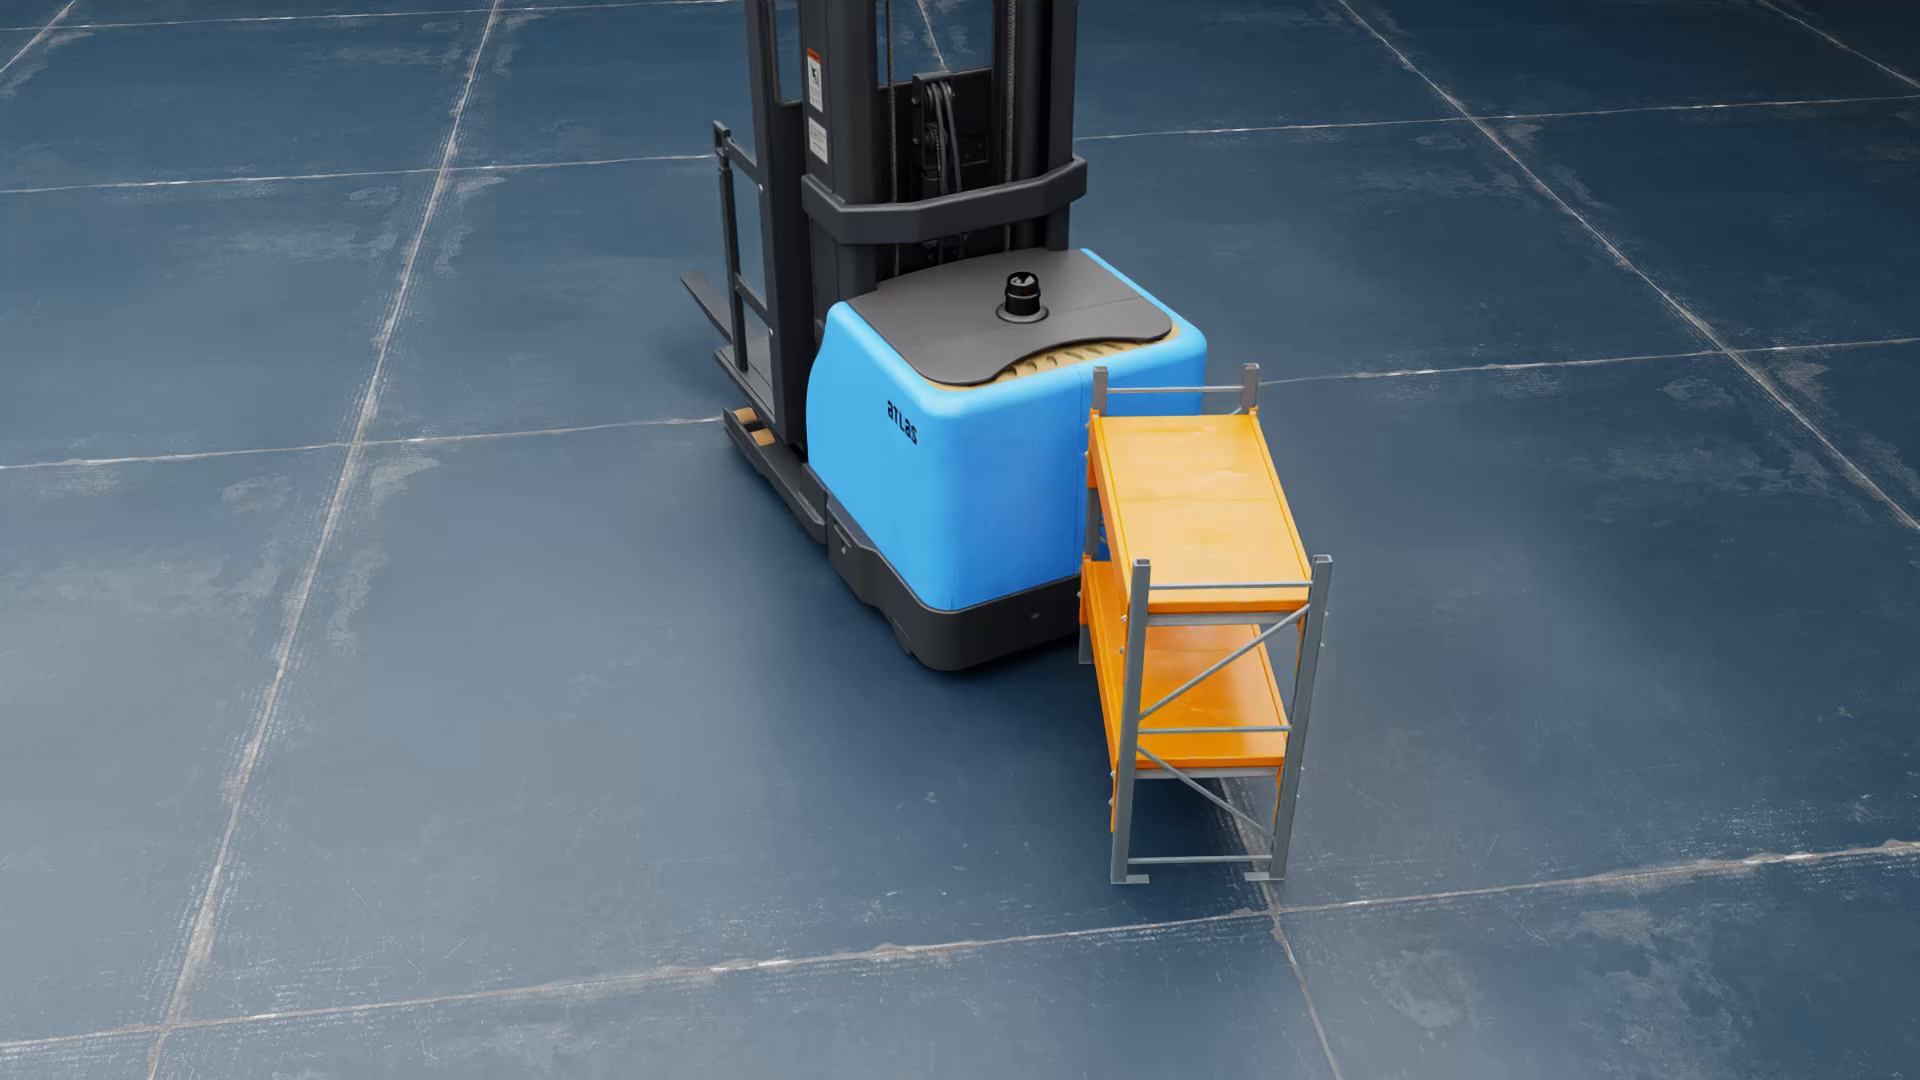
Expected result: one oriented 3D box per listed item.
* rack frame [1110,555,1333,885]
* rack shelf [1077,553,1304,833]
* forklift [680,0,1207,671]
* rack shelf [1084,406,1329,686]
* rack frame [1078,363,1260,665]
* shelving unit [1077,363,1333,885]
[{"bbox_3d":[0.685,0.516,4.494,0.500,1.125,0.032,-1,34,-2],"label":"rack frame"},{"bbox_3d":[0.669,0.432,5.052,0.538,0.278,1.000,-1,34,-2],"label":"rack shelf"},{"bbox_3d":[-0.306,-1.591,5.982,1.130,2.935,3.031,-16,37,-22],"label":"forklift"},{"bbox_3d":[0.669,-0.012,4.749,0.538,0.278,1.000,-1,34,-2],"label":"rack shelf"},{"bbox_3d":[0.653,-0.057,5.334,0.500,1.125,0.032,-1,34,-2],"label":"rack frame"},{"bbox_3d":[0.669,0.230,4.914,0.538,1.125,1.048,-1,34,-2],"label":"shelving unit"}]
